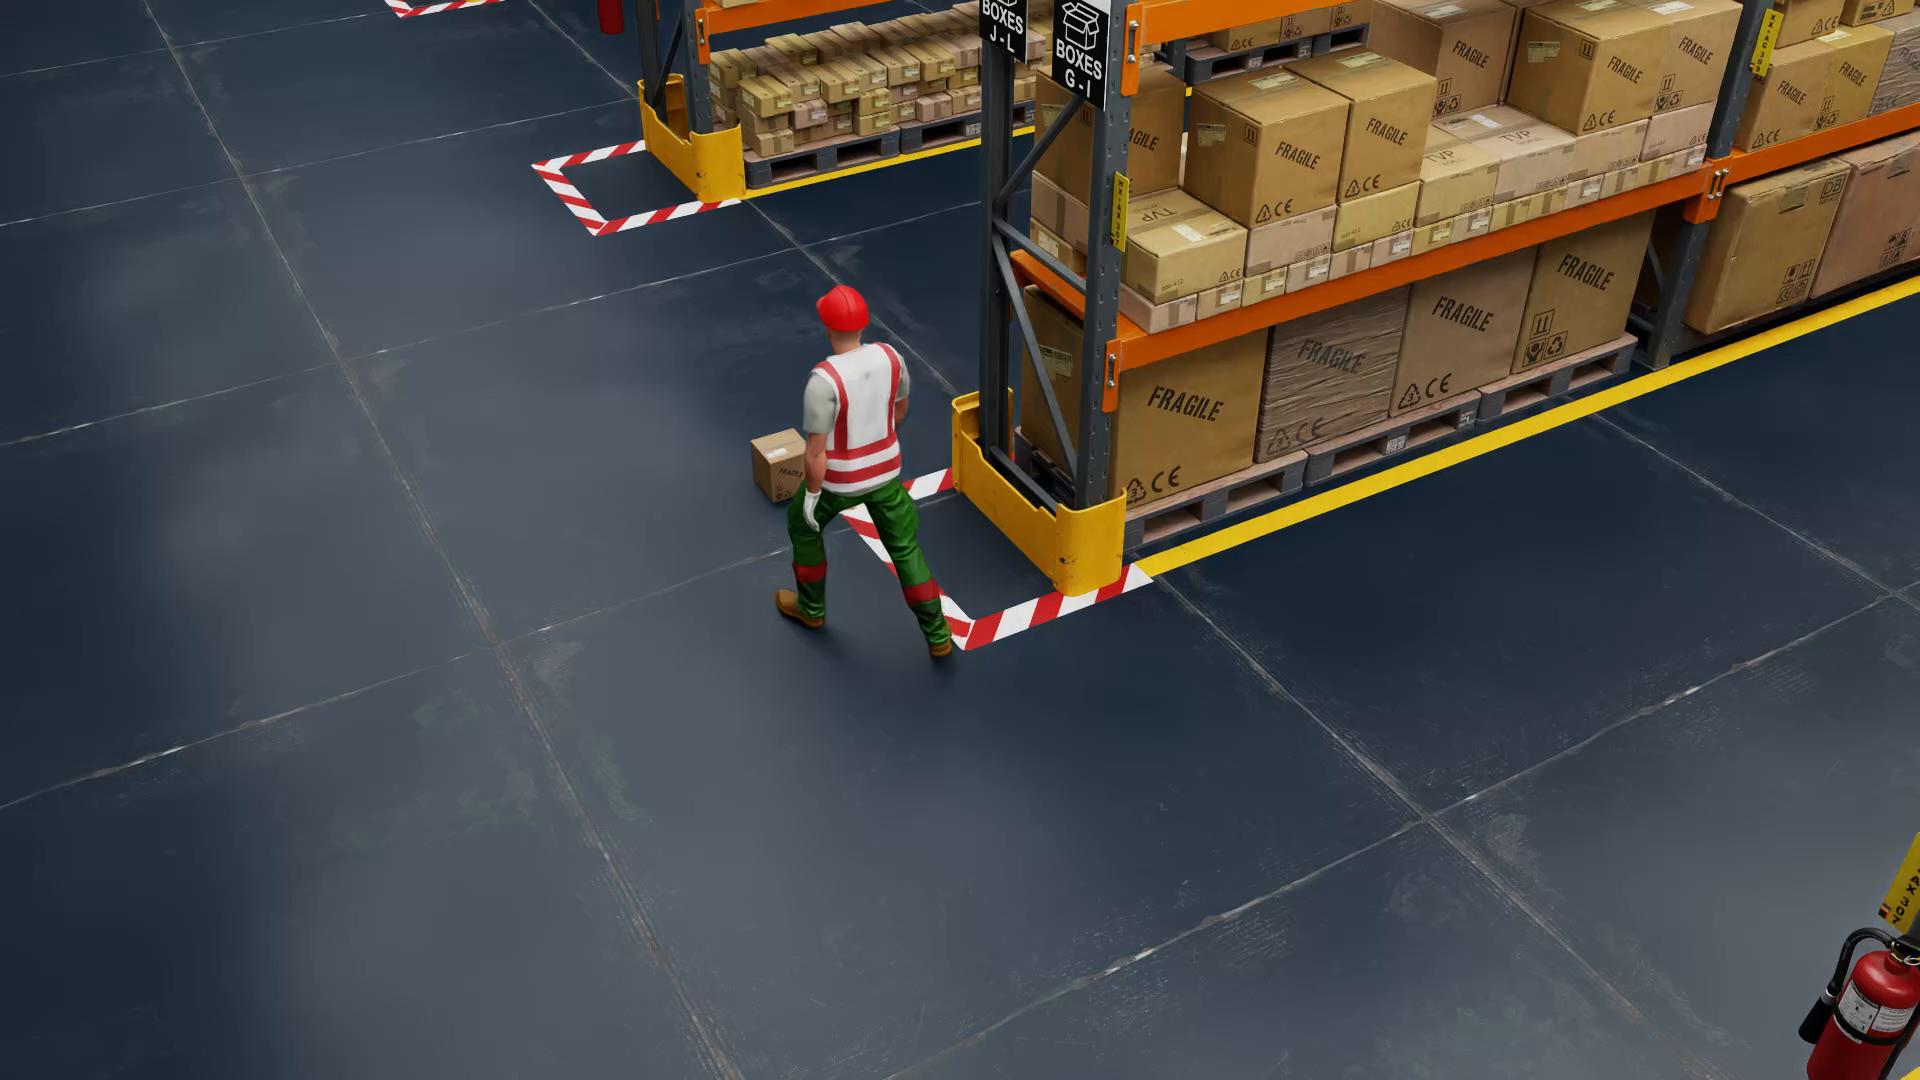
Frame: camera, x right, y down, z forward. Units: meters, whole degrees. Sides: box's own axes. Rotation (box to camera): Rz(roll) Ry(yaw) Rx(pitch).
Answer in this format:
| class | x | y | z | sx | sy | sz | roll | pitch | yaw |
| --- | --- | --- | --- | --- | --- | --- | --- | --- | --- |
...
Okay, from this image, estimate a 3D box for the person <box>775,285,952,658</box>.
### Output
| class | x | y | z | sx | sy | sz | roll | pitch | yaw |
| --- | --- | --- | --- | --- | --- | --- | --- | --- | --- |
| person | -0.430 | -0.278 | 7.314 | 0.618 | 1.729 | 0.836 | -21 | 42 | -26 |
